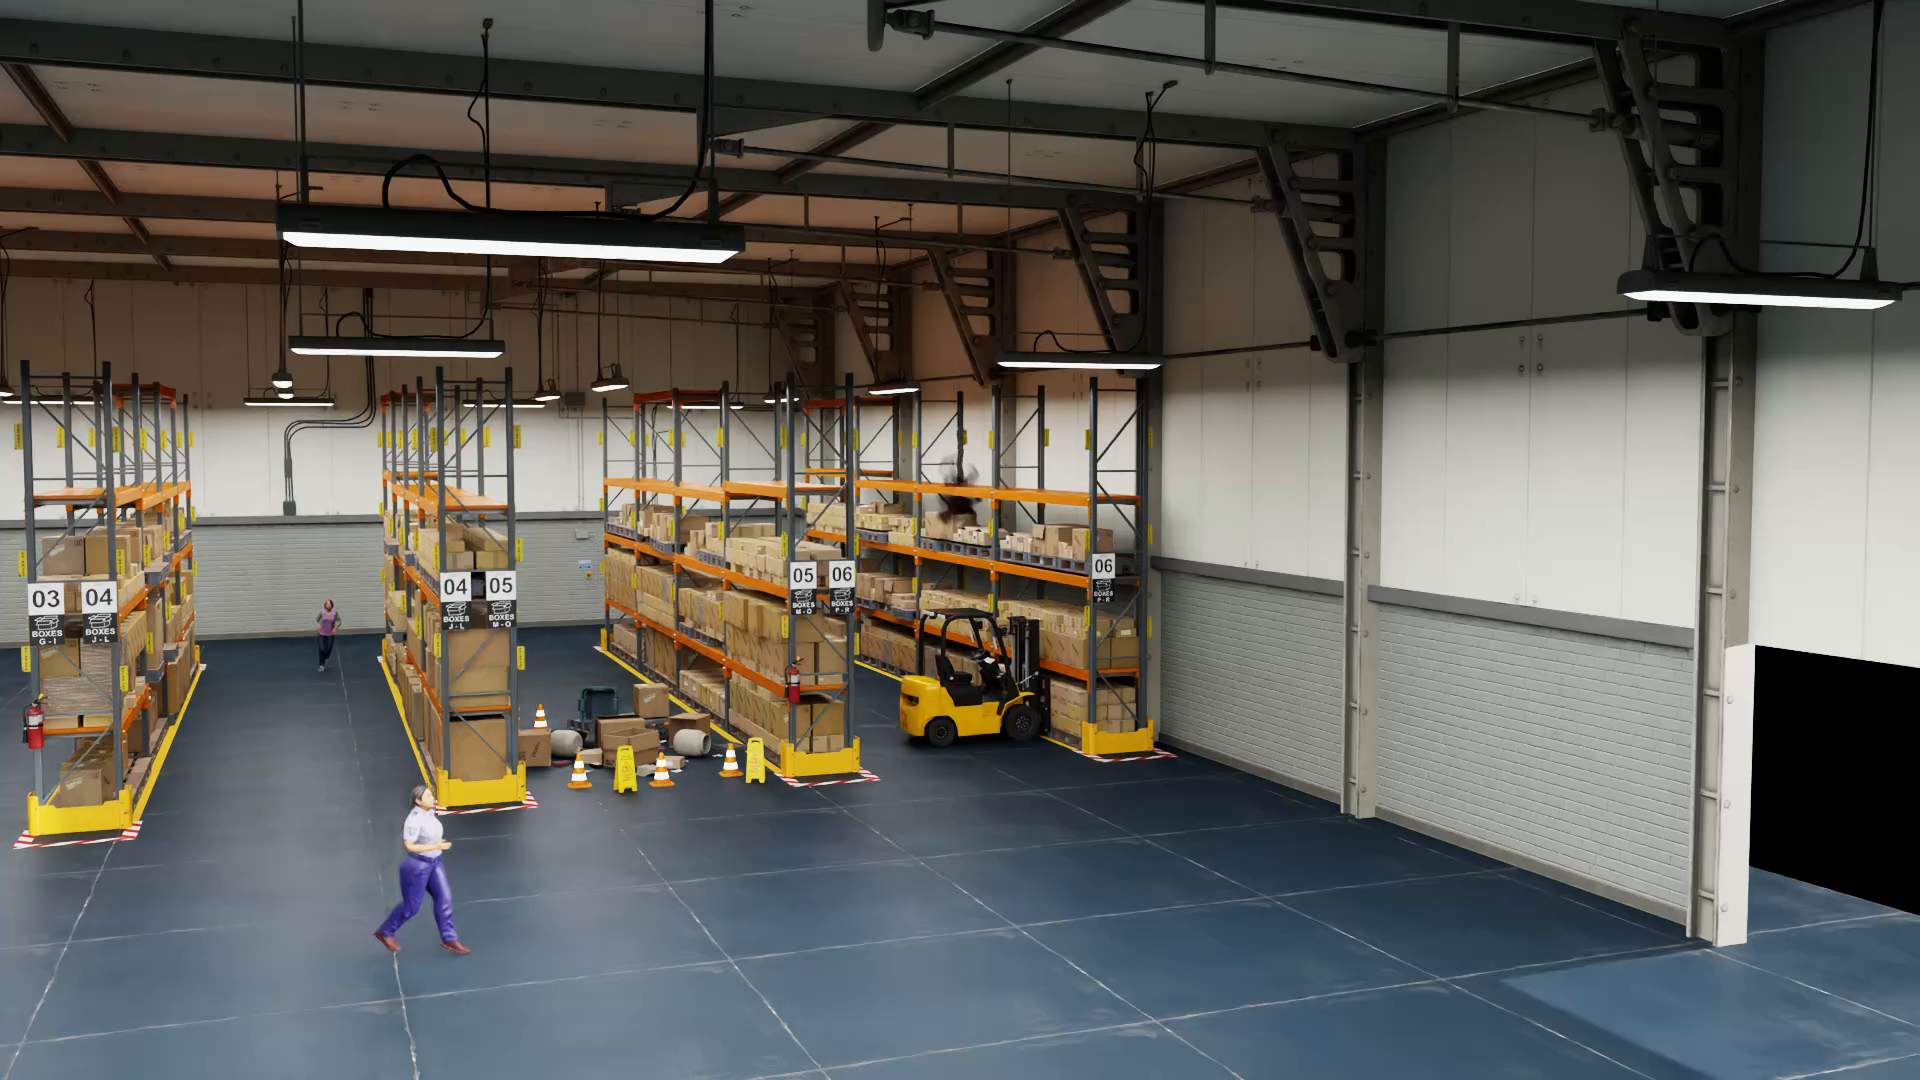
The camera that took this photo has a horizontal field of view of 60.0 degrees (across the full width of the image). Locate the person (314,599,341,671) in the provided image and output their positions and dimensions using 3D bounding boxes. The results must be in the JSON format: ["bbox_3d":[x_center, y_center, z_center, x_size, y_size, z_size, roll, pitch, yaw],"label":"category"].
[{"bbox_3d":[-13.741,2.064,36.136,0.559,1.549,0.571,-1,4,-18],"label":"person"}]

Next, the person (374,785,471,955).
[{"bbox_3d":[-5.222,3.204,16.082,0.907,1.657,0.606,1,3,9],"label":"person"}]
